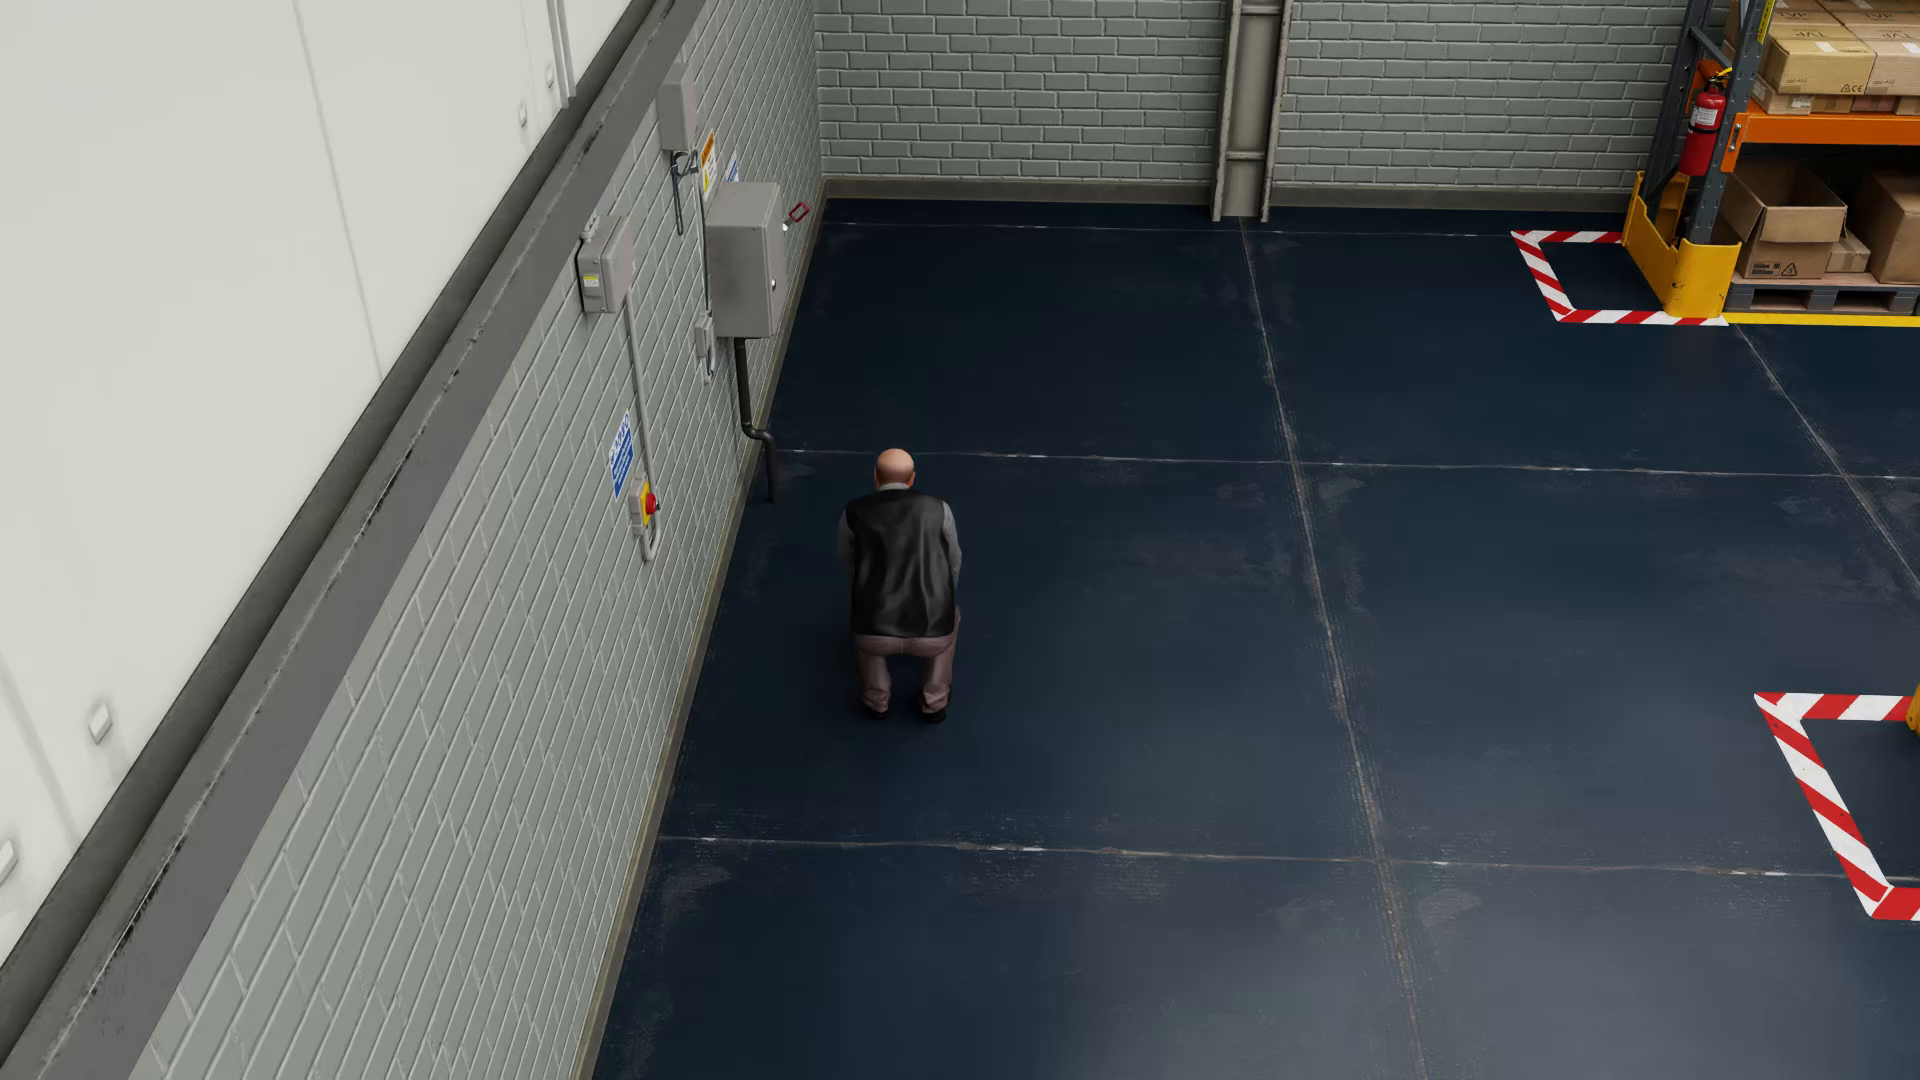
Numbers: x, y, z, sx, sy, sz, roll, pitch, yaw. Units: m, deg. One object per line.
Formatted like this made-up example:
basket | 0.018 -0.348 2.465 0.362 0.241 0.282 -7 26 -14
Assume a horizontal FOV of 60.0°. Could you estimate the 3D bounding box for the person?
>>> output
person | -0.280 0.241 7.336 0.560 1.104 0.824 1 35 2
